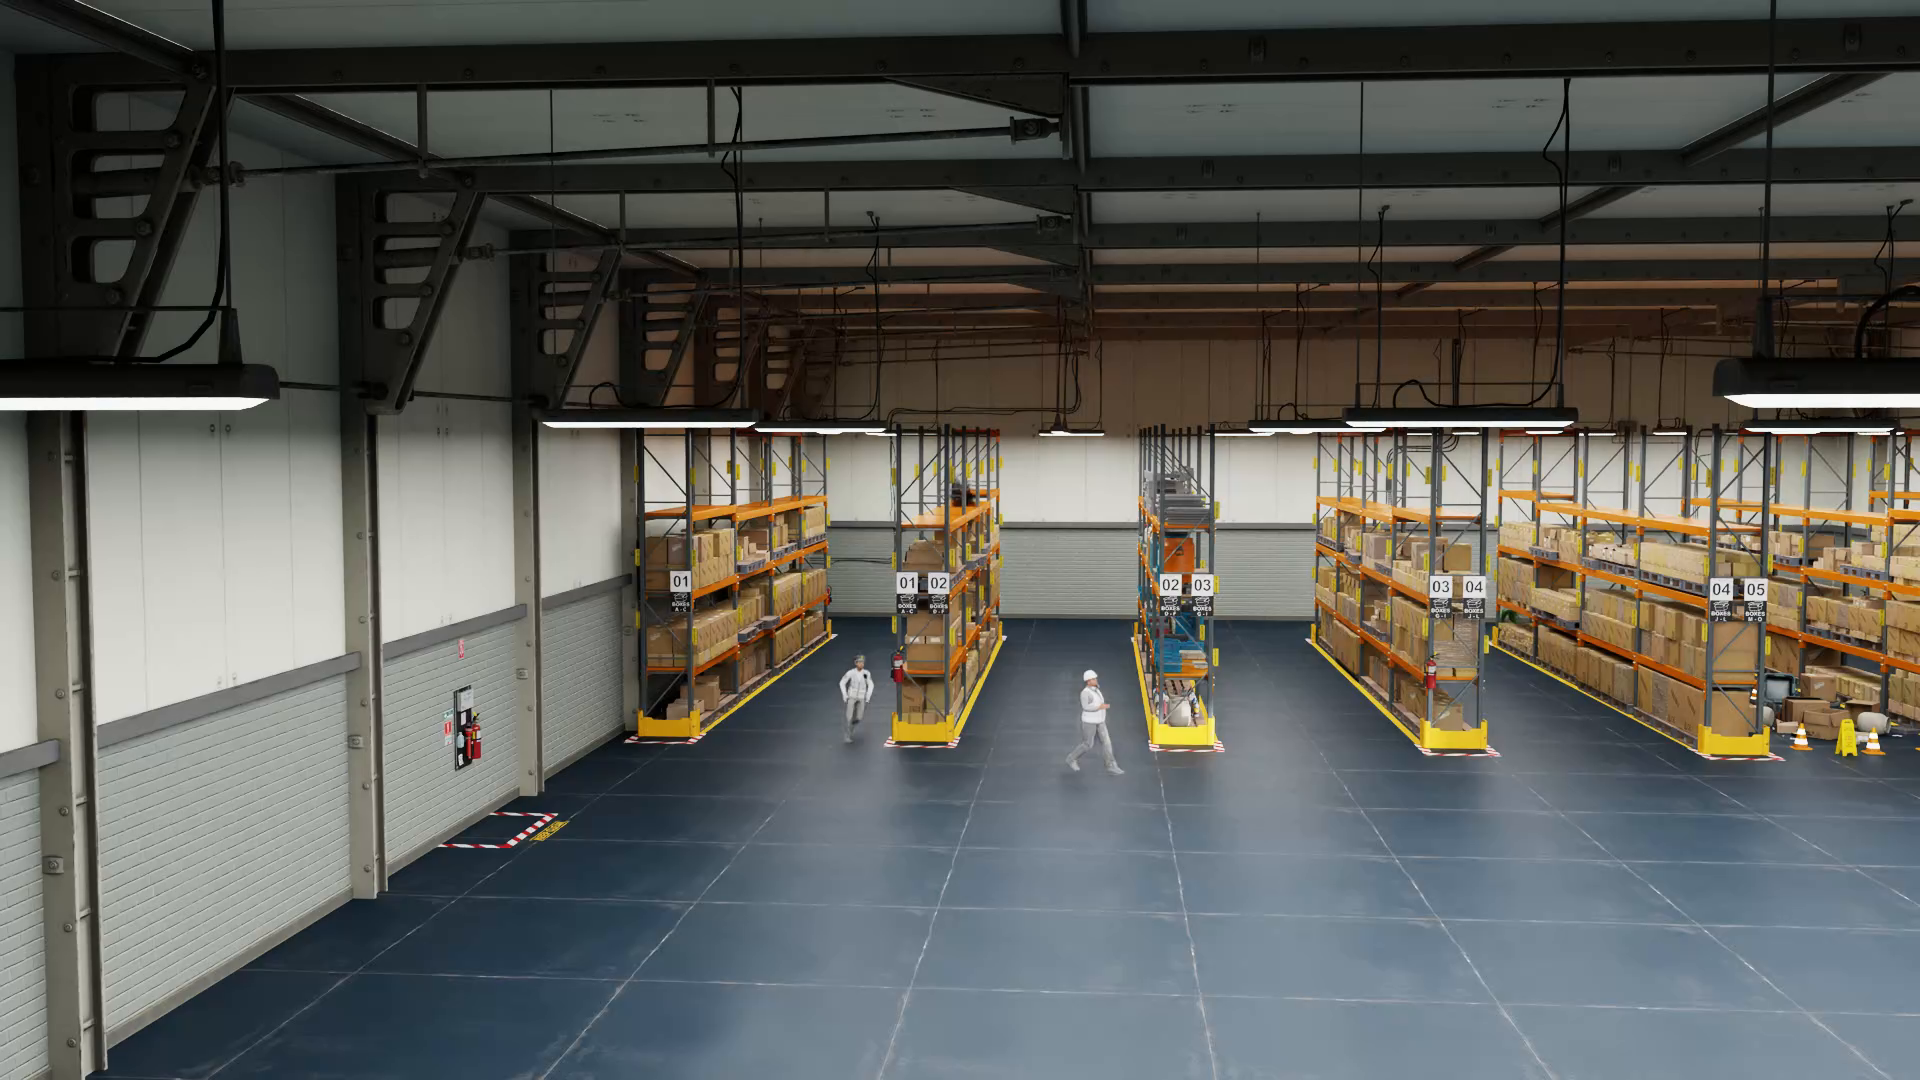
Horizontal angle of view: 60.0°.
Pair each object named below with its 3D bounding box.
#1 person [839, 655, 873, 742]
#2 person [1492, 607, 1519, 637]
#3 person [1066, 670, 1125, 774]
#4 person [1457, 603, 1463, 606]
[{"bbox_3d":[-1.962,3.001,31.594,0.665,1.649,0.513,-1,4,-11],"label":"person"},{"bbox_3d":[15.621,1.936,47.564,0.892,1.760,0.716,3,5,44],"label":"person"},{"bbox_3d":[2.309,3.091,28.332,1.025,1.744,0.665,2,4,34],"label":"person"},{"bbox_3d":[13.550,2.082,45.691,0.773,1.724,0.686,2,4,27],"label":"person"}]
